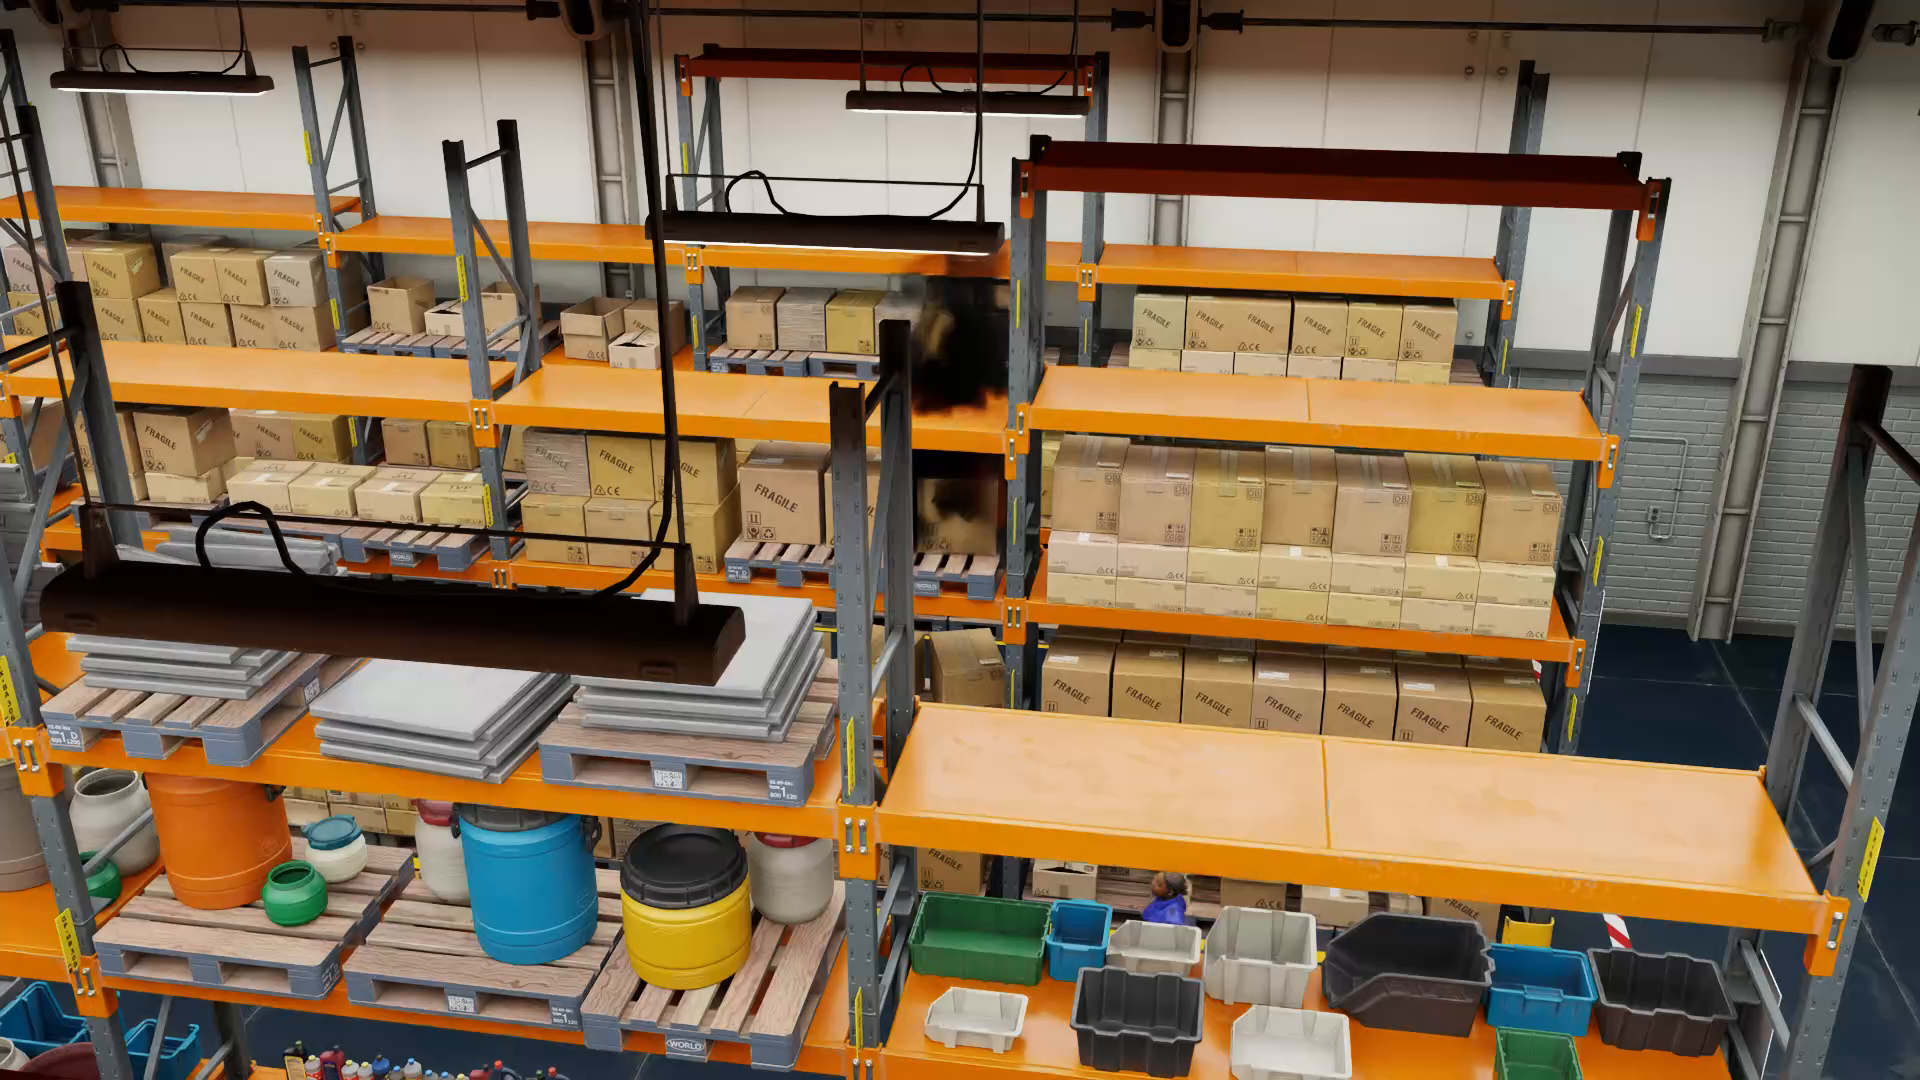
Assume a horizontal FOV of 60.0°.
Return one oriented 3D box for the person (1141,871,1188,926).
[{"bbox_3d":[1.413,2.926,11.406,0.739,1.612,0.584,0,23,1],"label":"person"}]
